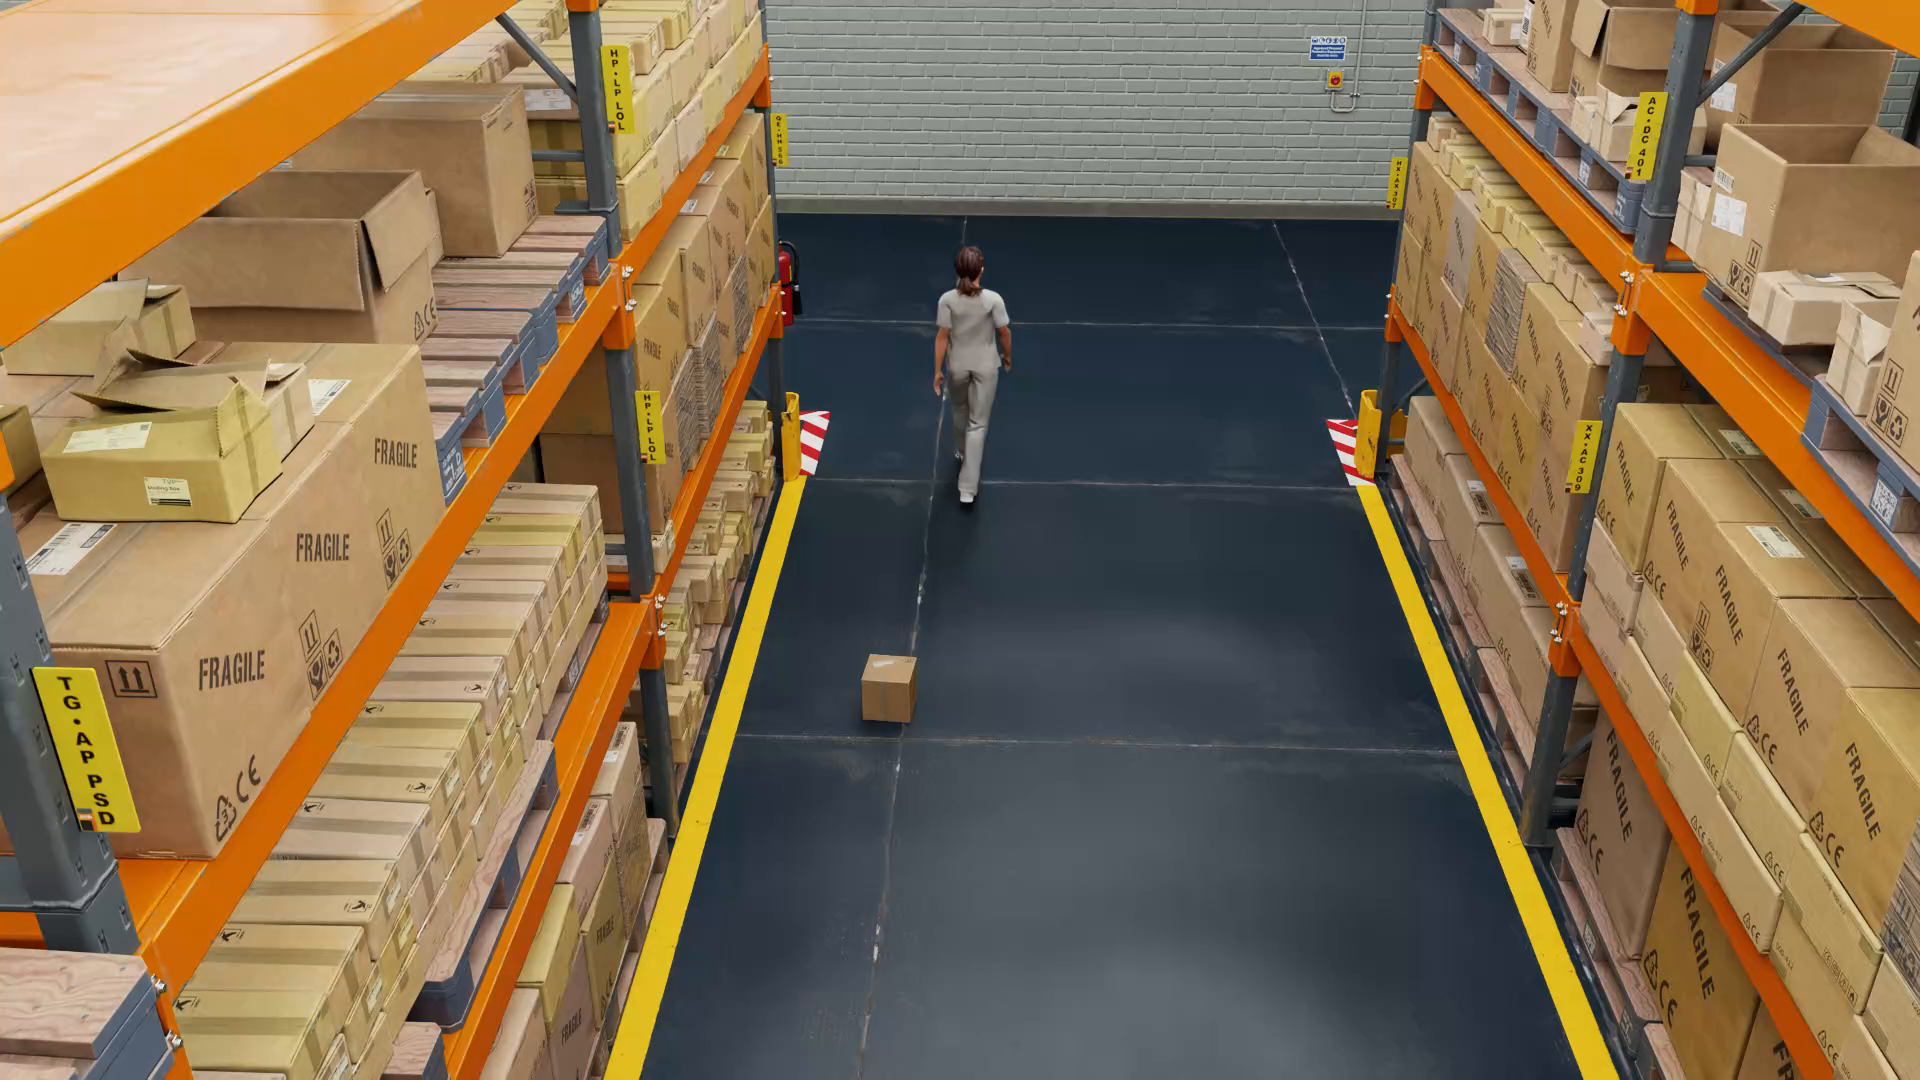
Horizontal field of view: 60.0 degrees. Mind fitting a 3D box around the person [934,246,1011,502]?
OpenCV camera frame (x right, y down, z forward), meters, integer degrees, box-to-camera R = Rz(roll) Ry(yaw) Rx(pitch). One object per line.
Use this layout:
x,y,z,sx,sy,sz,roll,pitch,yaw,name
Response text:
0.096,-1.148,10.748,0.474,1.623,0.943,4,28,8,person
